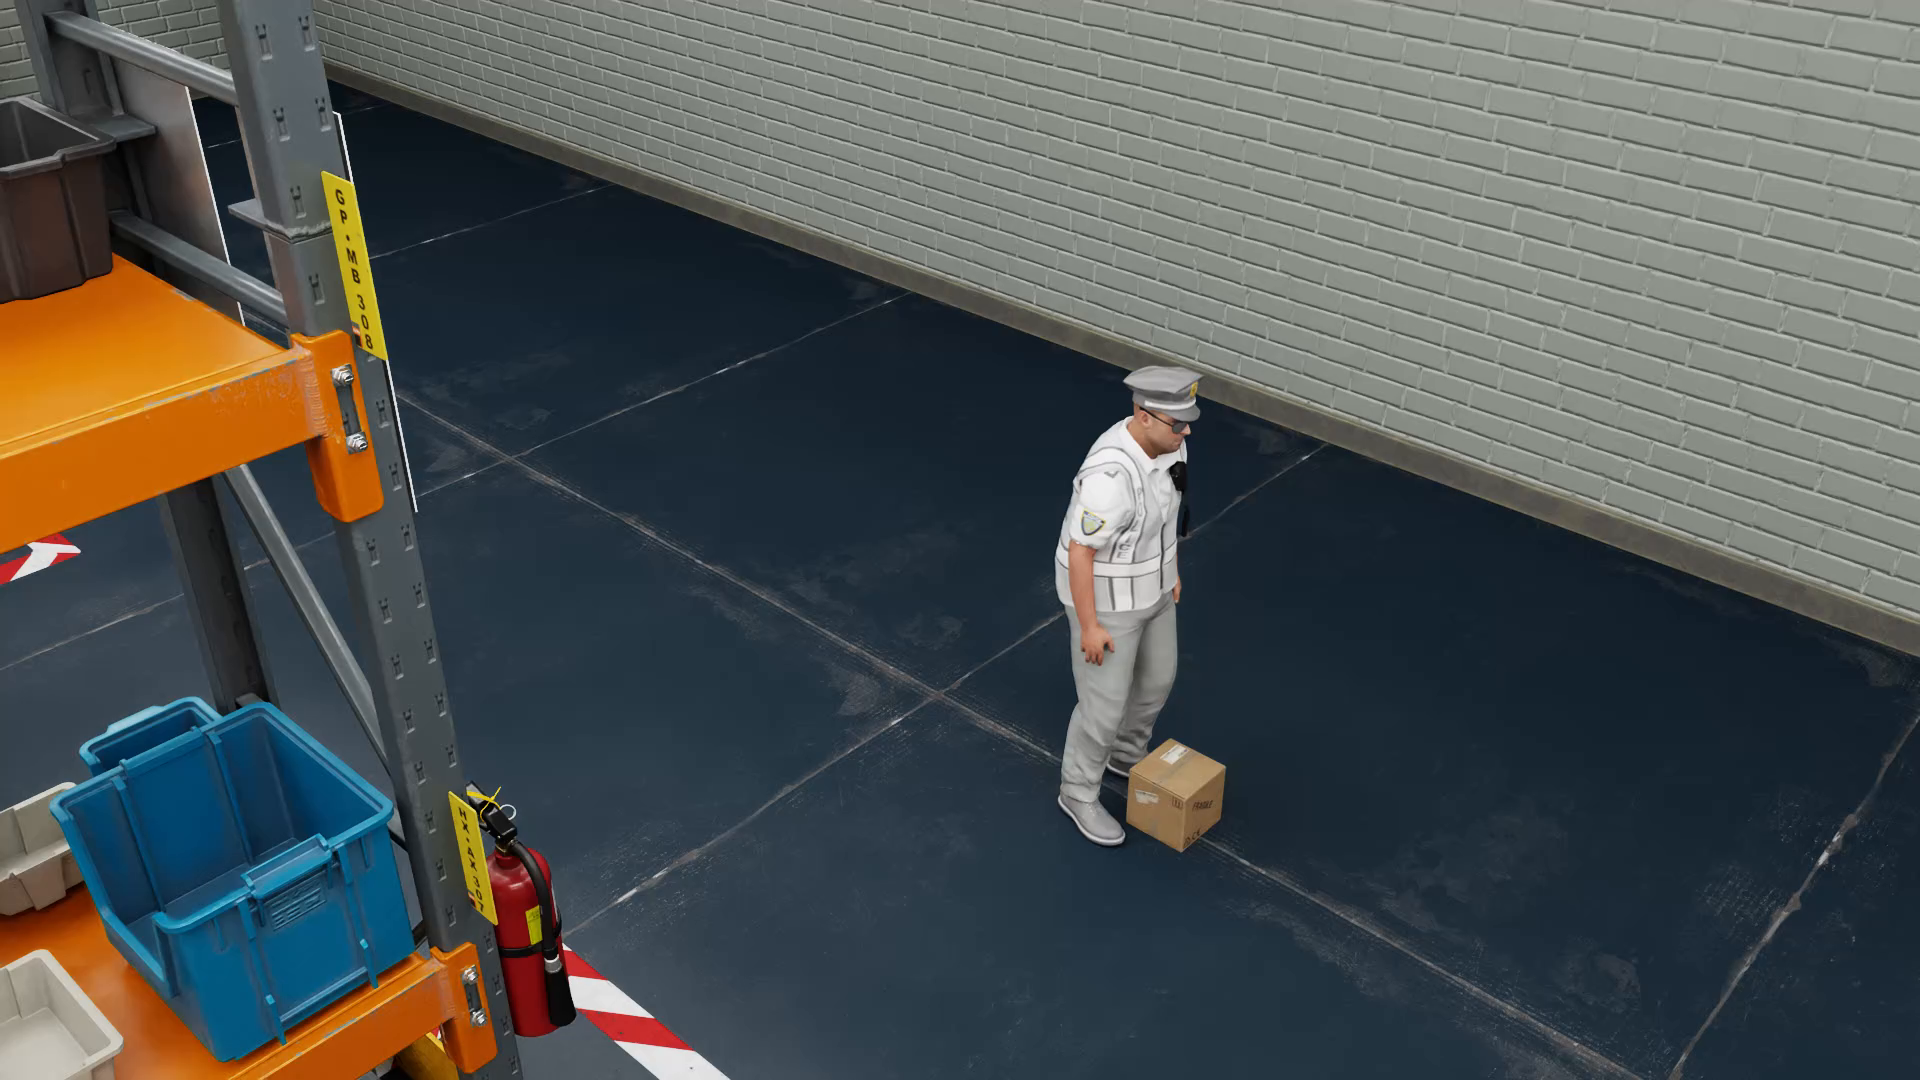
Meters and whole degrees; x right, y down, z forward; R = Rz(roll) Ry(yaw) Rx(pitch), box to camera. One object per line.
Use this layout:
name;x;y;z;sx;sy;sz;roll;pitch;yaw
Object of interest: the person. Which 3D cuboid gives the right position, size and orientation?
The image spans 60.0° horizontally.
person;0.576;0.190;5.812;0.445;1.747;0.596;23;38;33
